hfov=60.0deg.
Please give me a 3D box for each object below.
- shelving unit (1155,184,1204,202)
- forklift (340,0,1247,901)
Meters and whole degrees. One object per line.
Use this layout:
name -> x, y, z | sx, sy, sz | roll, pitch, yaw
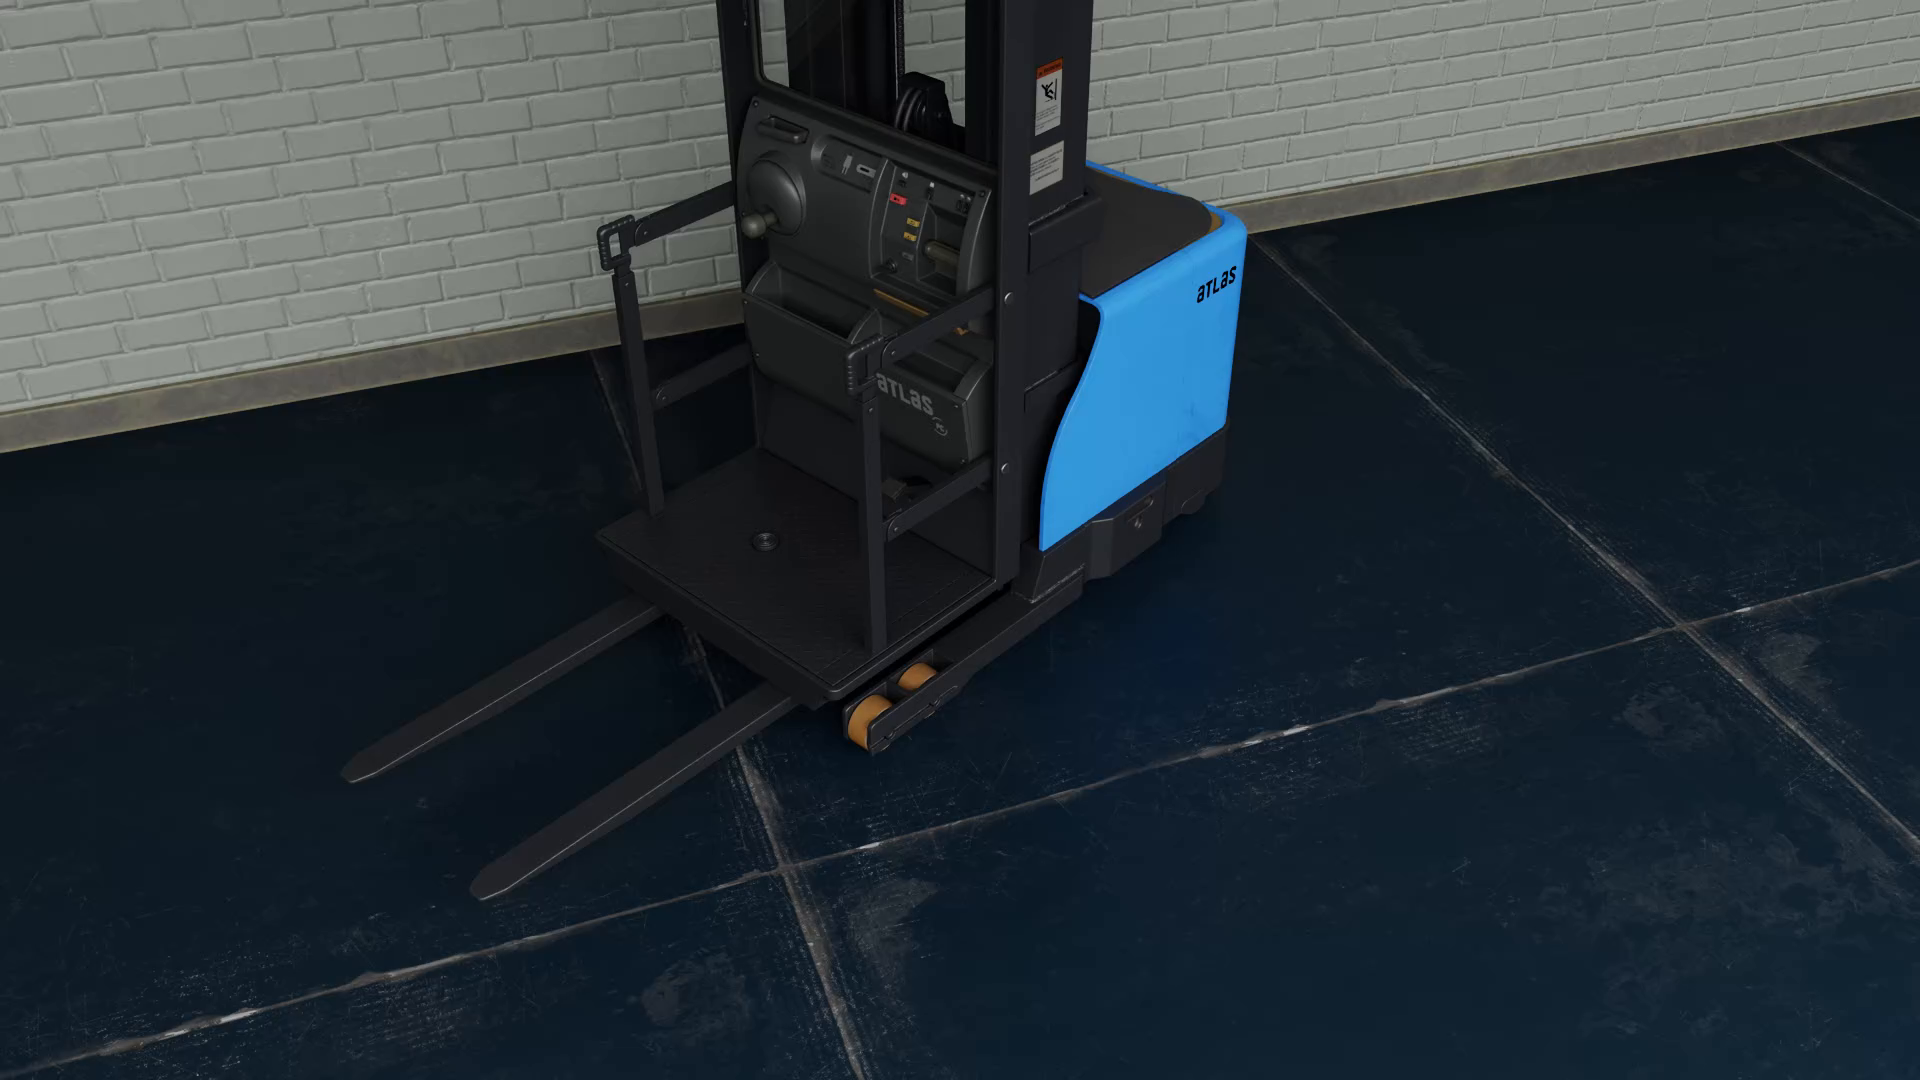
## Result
shelving unit -> 0.698, -0.819, 6.090 | 0.210, 0.900, 0.258 | 29, 46, 33
forklift -> -0.425, -0.893, 4.499 | 1.130, 2.935, 3.031 | 29, 46, 33
